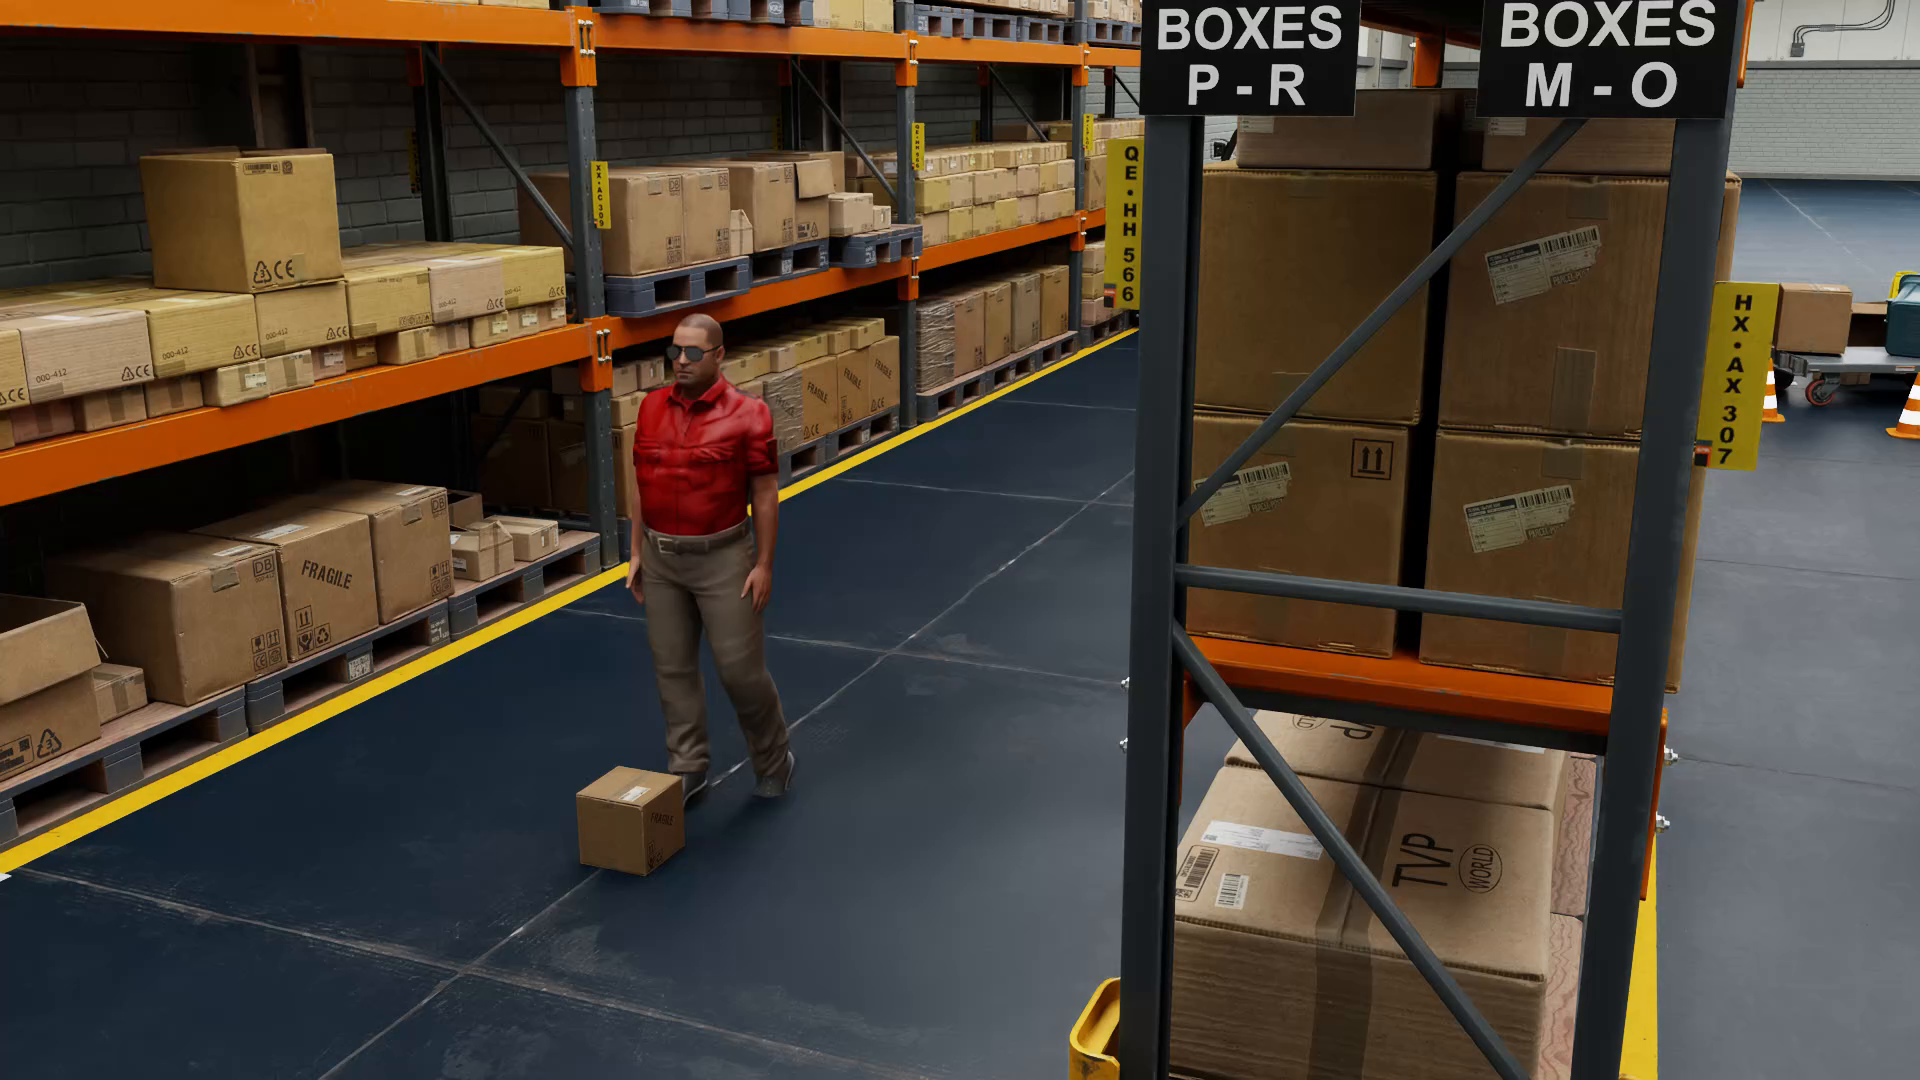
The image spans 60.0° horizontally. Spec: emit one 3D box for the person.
[{"bbox_3d":[-0.898,0.128,5.733,0.546,1.806,0.481,6,16,21],"label":"person"}]
